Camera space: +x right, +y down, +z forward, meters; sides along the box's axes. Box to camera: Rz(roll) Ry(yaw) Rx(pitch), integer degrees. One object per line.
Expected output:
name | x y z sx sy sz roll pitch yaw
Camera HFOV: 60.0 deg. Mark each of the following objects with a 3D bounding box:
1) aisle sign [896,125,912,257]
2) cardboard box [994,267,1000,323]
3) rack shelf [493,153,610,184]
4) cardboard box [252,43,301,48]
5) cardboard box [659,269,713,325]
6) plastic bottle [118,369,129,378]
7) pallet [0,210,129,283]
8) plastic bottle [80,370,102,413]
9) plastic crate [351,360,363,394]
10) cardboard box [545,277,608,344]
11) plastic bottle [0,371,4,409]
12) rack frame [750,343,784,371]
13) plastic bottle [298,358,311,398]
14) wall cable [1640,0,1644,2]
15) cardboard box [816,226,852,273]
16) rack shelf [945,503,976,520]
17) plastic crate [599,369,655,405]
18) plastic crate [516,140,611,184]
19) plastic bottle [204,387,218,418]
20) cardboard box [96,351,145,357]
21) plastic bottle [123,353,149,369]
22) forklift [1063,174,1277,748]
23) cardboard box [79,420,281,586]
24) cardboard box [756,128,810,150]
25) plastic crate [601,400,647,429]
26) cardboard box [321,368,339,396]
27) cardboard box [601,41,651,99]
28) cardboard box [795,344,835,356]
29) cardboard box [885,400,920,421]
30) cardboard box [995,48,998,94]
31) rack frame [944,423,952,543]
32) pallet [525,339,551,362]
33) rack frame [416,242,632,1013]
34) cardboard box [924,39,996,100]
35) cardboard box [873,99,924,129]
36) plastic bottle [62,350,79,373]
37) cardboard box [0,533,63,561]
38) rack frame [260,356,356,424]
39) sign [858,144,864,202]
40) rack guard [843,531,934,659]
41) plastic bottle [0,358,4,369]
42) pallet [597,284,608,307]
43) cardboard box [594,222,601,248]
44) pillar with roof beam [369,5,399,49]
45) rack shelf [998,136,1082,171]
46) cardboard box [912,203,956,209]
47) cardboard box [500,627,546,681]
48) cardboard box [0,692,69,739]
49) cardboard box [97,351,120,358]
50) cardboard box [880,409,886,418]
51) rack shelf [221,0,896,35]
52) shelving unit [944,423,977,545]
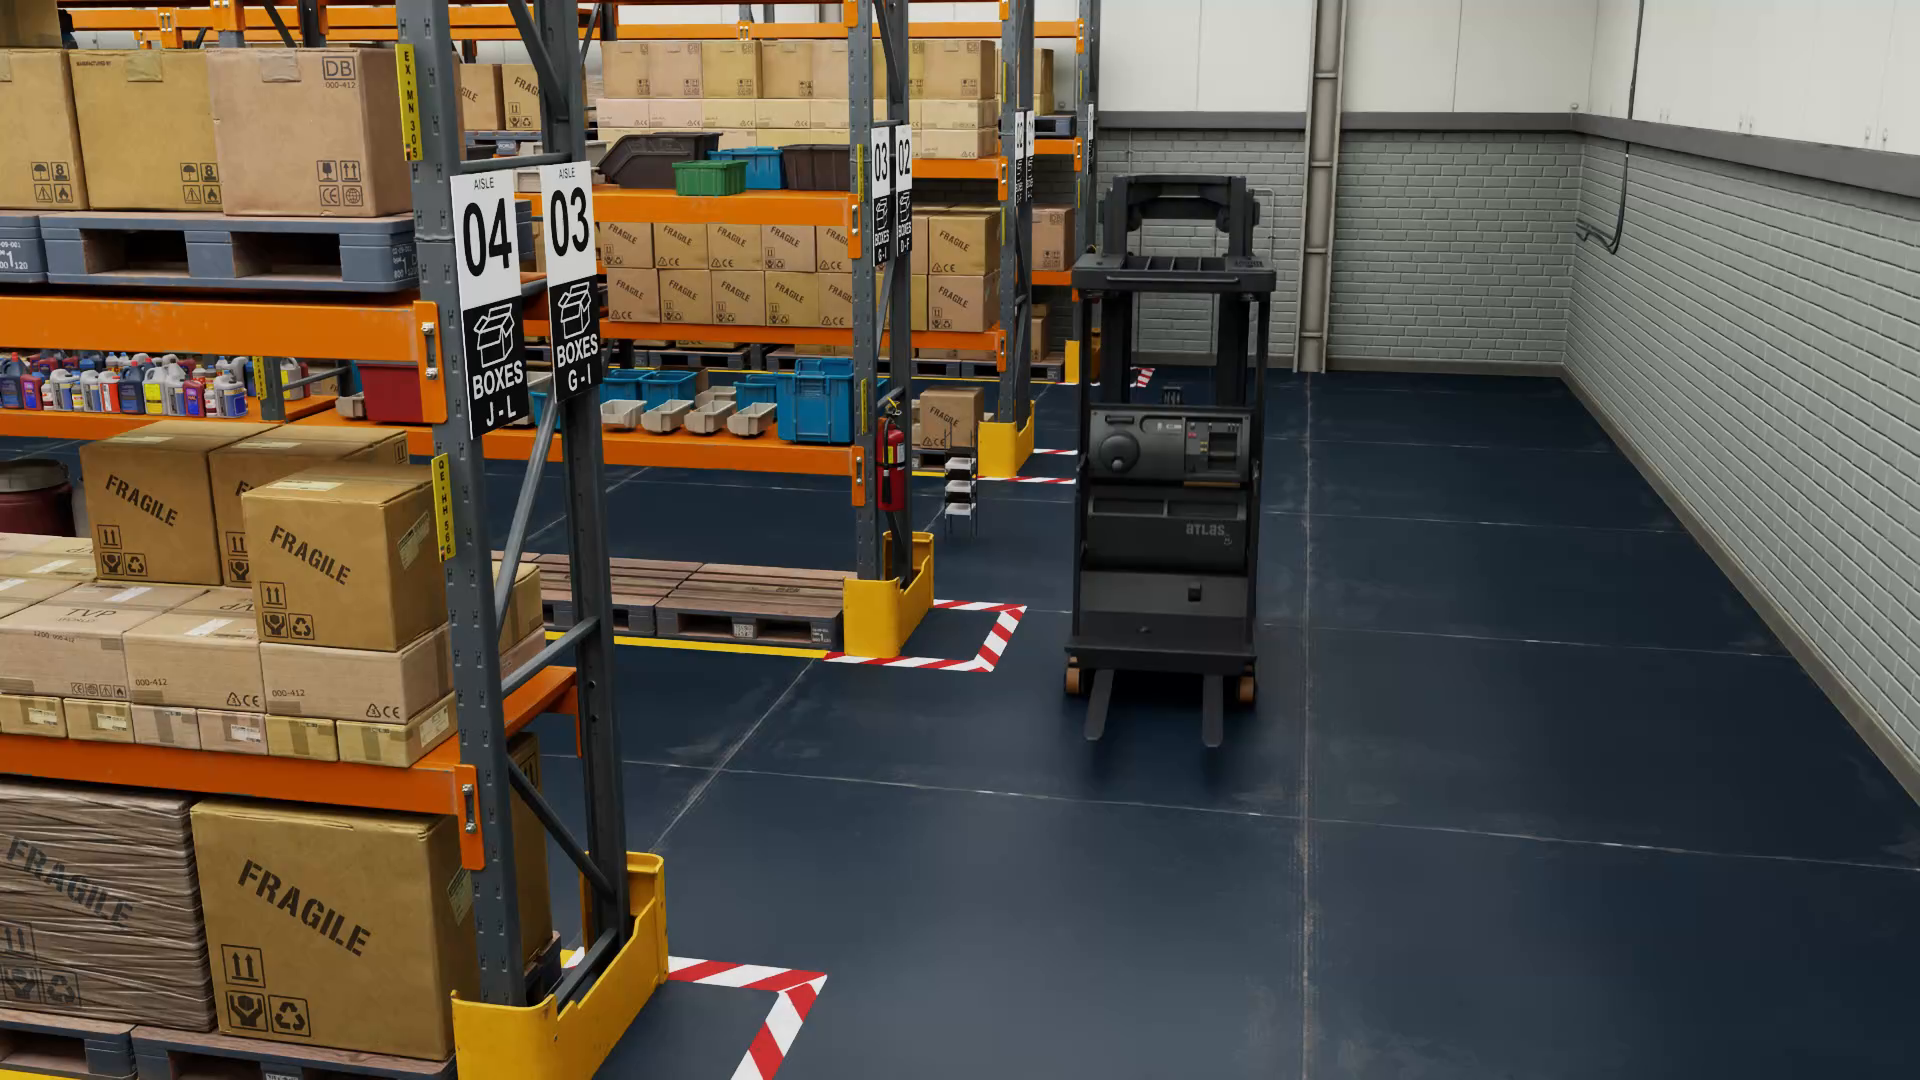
aisle sign | -0.349 -2.191 10.413 0.004 0.787 0.394 3 16 11
cardboard box | 0.130 -2.301 15.491 0.500 0.500 0.500 3 16 12
rack shelf | -5.368 -3.578 16.018 4.000 0.370 1.077 3 16 11
cardboard box | -6.401 -4.509 15.972 0.500 0.500 0.500 3 16 11
cardboard box | -2.460 -2.296 15.475 0.500 0.500 0.500 3 16 12
plastic bottle | -5.695 -1.031 11.337 0.097 0.271 0.097 0 15 0
pallet | -3.394 -1.072 5.792 1.213 0.211 1.003 3 16 11
plastic bottle | -5.833 -1.007 11.241 0.135 0.276 0.152 3 16 11
plastic crate | -3.873 -1.163 11.488 0.575 0.384 0.392 3 16 11
cardboard box | -4.792 -2.926 21.177 0.750 0.750 0.750 3 16 11
plastic bottle | -6.600 -1.049 11.391 0.135 0.276 0.152 3 16 11
rack frame | -2.424 -3.669 20.617 0.127 3.000 1.000 3 16 11
plastic bottle | -4.673 -1.152 11.750 0.133 0.283 0.061 3 16 11
wall cable | 6.428 -6.182 14.810 0.112 2.526 3.097 3 16 11
cardboard box | -0.983 -2.695 15.041 0.500 0.500 0.500 4 16 13
rack shelf | 0.008 -0.228 12.927 0.200 0.077 0.258 3 16 11
plastic crate | -2.239 -0.998 11.176 0.300 0.233 0.416 3 16 11
plastic crate | -2.589 -2.451 10.826 0.530 0.282 0.437 3 16 11
plastic bottle | -4.968 -0.917 11.055 0.097 0.201 0.097 0 15 0
cardboard box | -8.798 -1.891 17.514 0.500 0.311 0.500 3 16 10
plastic bottle | -5.911 -1.203 11.949 0.135 0.276 0.152 3 16 11
forklift | 1.200 -0.566 9.546 1.130 2.935 3.031 2 16 8
cardboard box | -2.881 -0.150 6.233 0.500 0.500 0.500 3 16 10
cardboard box | -1.511 -3.575 14.941 0.500 0.250 0.500 3 16 11
plastic crate | -2.167 -0.801 10.645 0.250 0.136 0.298 3 16 11
cardboard box | -5.934 -1.439 16.428 0.500 0.500 0.500 3 16 10
cardboard box | -2.924 -4.332 15.334 0.500 0.500 0.700 3 16 11
cardboard box | -1.712 -2.600 20.655 0.500 0.500 0.700 3 16 12
cardboard box | -0.454 -1.177 15.947 0.500 0.250 0.500 3 16 11
cardboard box | 0.236 -5.438 19.289 0.500 0.500 0.500 4 16 13
rack frame | -0.092 -0.439 12.890 0.006 0.900 0.240 3 16 11
pallet | -5.586 -2.476 21.535 1.213 0.211 1.003 3 16 11
rack frame | -1.466 0.431 5.816 0.127 3.000 1.000 3 16 11
cardboard box | 0.005 -4.159 14.706 0.500 0.500 0.700 3 16 11
cardboard box | -0.532 -3.761 14.677 0.500 0.250 0.500 3 16 11
plastic bottle | -6.417 -1.230 12.032 0.133 0.283 0.061 3 16 11
cardboard box | -3.893 0.156 6.532 0.500 0.250 0.500 3 16 12
rack frame | -4.398 -1.077 11.261 0.127 3.000 1.000 3 16 11
sign | -0.572 -2.115 9.584 0.005 0.325 0.100 3 16 11
rack guard | -0.453 0.338 10.835 0.348 0.500 1.175 3 16 11
plastic bottle | -7.024 -1.235 12.204 0.097 0.201 0.097 0 15 0
pallet | -4.169 -2.351 16.221 1.213 0.211 1.003 3 16 11
cardboard box | -4.410 -3.907 20.697 0.500 0.500 0.500 4 16 13
pillar with roof beam | -8.303 -5.942 17.586 0.400 9.000 9.100 3 16 11
rack shelf | -0.464 -4.661 19.929 4.000 0.370 1.077 3 16 11
cardboard box | -0.467 -3.704 20.182 0.700 0.700 0.980 2 16 8
cardboard box | -1.748 0.447 6.229 0.250 0.149 0.380 3 16 12
cardboard box | -3.136 0.552 5.851 0.250 0.149 0.380 3 16 11
cardboard box | -8.895 -1.750 17.004 0.500 0.311 0.500 3 16 11
cardboard box | -0.995 -1.070 15.561 0.500 0.250 0.500 3 16 11
rack shelf | -2.439 -3.322 10.226 4.000 0.370 1.077 3 16 11
shelving unit | 0.008 -0.433 12.870 0.210 0.900 0.258 3 16 11
